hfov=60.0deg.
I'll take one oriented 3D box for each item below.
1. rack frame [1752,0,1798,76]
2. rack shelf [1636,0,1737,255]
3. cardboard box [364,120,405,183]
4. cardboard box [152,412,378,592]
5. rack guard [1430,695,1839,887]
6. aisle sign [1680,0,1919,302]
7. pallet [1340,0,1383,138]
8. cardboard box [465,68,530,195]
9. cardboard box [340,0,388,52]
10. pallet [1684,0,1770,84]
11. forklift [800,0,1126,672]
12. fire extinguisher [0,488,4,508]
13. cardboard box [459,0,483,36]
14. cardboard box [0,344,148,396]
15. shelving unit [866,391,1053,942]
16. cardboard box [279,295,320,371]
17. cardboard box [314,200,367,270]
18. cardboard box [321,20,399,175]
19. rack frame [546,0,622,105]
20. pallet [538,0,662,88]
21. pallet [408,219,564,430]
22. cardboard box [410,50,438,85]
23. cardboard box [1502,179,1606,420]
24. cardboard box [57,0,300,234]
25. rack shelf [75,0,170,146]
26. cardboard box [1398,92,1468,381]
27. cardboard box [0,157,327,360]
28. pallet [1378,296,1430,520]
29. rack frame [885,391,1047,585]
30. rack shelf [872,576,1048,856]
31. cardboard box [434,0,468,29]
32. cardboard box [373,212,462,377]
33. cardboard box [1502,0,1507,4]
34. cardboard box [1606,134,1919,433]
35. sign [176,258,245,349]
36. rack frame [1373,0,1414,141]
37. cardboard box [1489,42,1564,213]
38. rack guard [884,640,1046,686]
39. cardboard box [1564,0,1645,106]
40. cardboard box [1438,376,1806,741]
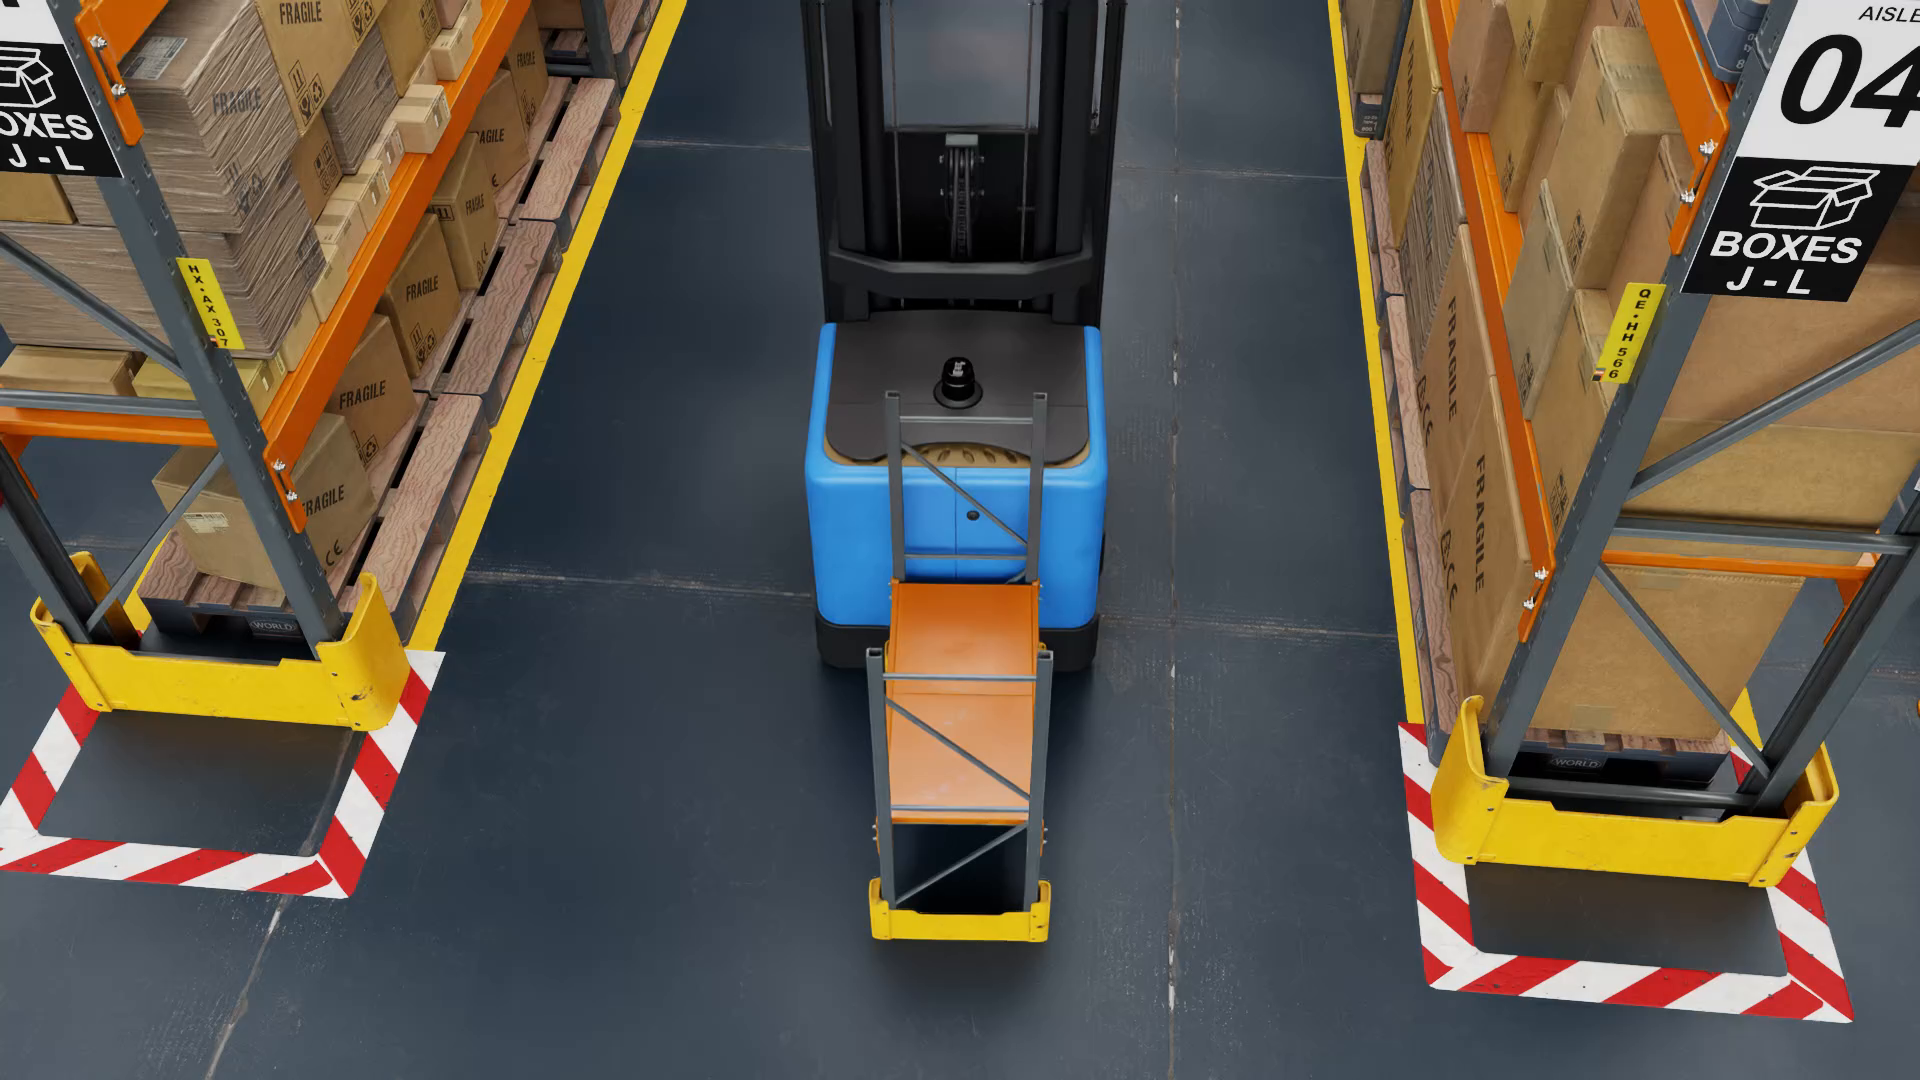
[{"bbox_3d":[2.250,-2.033,2.511,1.000,3.000,0.127,4,48,4],"label":"rack frame"},{"bbox_3d":[2.432,-2.247,5.227,1.077,0.370,4.000,4,48,4],"label":"rack shelf"},{"bbox_3d":[-2.310,-1.444,6.208,0.380,0.149,0.250,4,48,4],"label":"cardboard box"},{"bbox_3d":[-2.607,-0.172,6.284,0.500,0.500,0.500,12,49,11],"label":"cardboard box"},{"bbox_3d":[2.248,0.853,5.631,1.175,0.500,0.348,4,48,4],"label":"rack guard"},{"bbox_3d":[1.945,-0.854,3.736,0.394,0.787,0.004,4,48,4],"label":"aisle sign"},{"bbox_3d":[2.610,-2.578,8.965,1.003,0.211,1.213,4,48,4],"label":"pallet"},{"bbox_3d":[-2.437,-1.941,7.902,0.500,0.500,0.500,18,50,16],"label":"cardboard box"},{"bbox_3d":[-2.262,-2.008,5.607,0.500,0.500,0.500,4,48,4],"label":"cardboard box"},{"bbox_3d":[2.307,-1.536,4.150,1.003,0.211,1.213,4,48,4],"label":"pallet"},{"bbox_3d":[0.016,-1.573,6.202,1.130,2.935,3.031,1,48,1],"label":"forklift"},{"bbox_3d":[-3.150,-0.337,5.078,0.296,0.674,0.183,4,48,4],"label":"fire extinguisher"},{"bbox_3d":[-2.206,-2.178,6.879,0.380,0.149,0.250,4,48,4],"label":"cardboard box"},{"bbox_3d":[-2.860,-0.555,5.395,0.380,0.149,0.250,4,48,4],"label":"cardboard box"},{"bbox_3d":[0.009,0.428,5.342,0.587,1.500,1.083,1,48,1],"label":"shelving unit"},{"bbox_3d":[-2.375,-0.707,5.534,0.380,0.149,0.250,4,48,4],"label":"cardboard box"},{"bbox_3d":[-2.335,-1.075,5.871,0.380,0.149,0.250,4,48,4],"label":"cardboard box"},{"bbox_3d":[-2.588,-1.692,5.996,0.875,0.500,0.500,4,48,4],"label":"cardboard box"},{"bbox_3d":[-2.316,-3.355,7.786,1.000,3.000,0.127,4,48,4],"label":"rack frame"},{"bbox_3d":[-2.246,-2.986,9.338,1.003,0.211,1.213,4,48,4],"label":"pallet"},{"bbox_3d":[-2.450,-1.019,7.539,1.003,0.211,1.213,4,48,4],"label":"pallet"},{"bbox_3d":[-2.293,-1.813,6.546,0.380,0.149,0.250,4,48,4],"label":"cardboard box"},{"bbox_3d":[2.267,-0.740,5.293,0.875,0.550,0.550,4,48,4],"label":"cardboard box"},{"bbox_3d":[-2.359,-1.273,4.935,0.500,0.500,0.500,4,48,4],"label":"cardboard box"},{"bbox_3d":[-2.498,-2.655,5.600,1.077,0.370,4.000,4,48,4],"label":"rack shelf"},{"bbox_3d":[2.409,-1.252,7.018,0.875,0.875,0.875,4,48,4],"label":"cardboard box"},{"bbox_3d":[-2.603,-0.952,5.319,0.875,0.500,0.500,4,48,4],"label":"cardboard box"},{"bbox_3d":[2.359,-0.554,7.114,1.003,0.211,1.213,4,48,4],"label":"pallet"},{"bbox_3d":[0.019,0.060,5.679,0.500,1.500,0.032,1,48,1],"label":"rack frame"},{"bbox_3d":[0.009,0.556,5.469,0.538,0.185,1.000,1,48,1],"label":"rack shelf"},{"bbox_3d":[-2.444,-2.424,6.665,0.875,0.500,0.500,4,48,4],"label":"cardboard box"},{"bbox_3d":[-2.510,-1.072,7.107,0.500,0.500,0.500,8,48,7],"label":"cardboard box"},{"bbox_3d":[2.426,-2.294,5.982,0.875,0.550,0.550,4,48,4],"label":"cardboard box"},{"bbox_3d":[2.322,-0.693,4.518,0.875,0.550,0.550,4,48,4],"label":"cardboard box"},{"bbox_3d":[-2.140,-0.672,4.745,0.100,0.325,0.005,4,48,4],"label":"sign"},{"bbox_3d":[2.614,-2.948,7.413,1.000,3.000,0.127,4,48,4],"label":"rack frame"},{"bbox_3d":[2.450,-1.535,6.020,0.875,0.550,0.500,4,48,4],"label":"cardboard box"},{"bbox_3d":[0.019,0.483,6.139,0.587,0.250,0.087,1,48,1],"label":"rack guard"},{"bbox_3d":[2.467,-1.506,5.261,0.875,0.550,0.550,4,48,4],"label":"cardboard box"},{"bbox_3d":[2.246,0.064,5.814,0.875,0.875,0.875,4,48,4],"label":"cardboard box"}]
